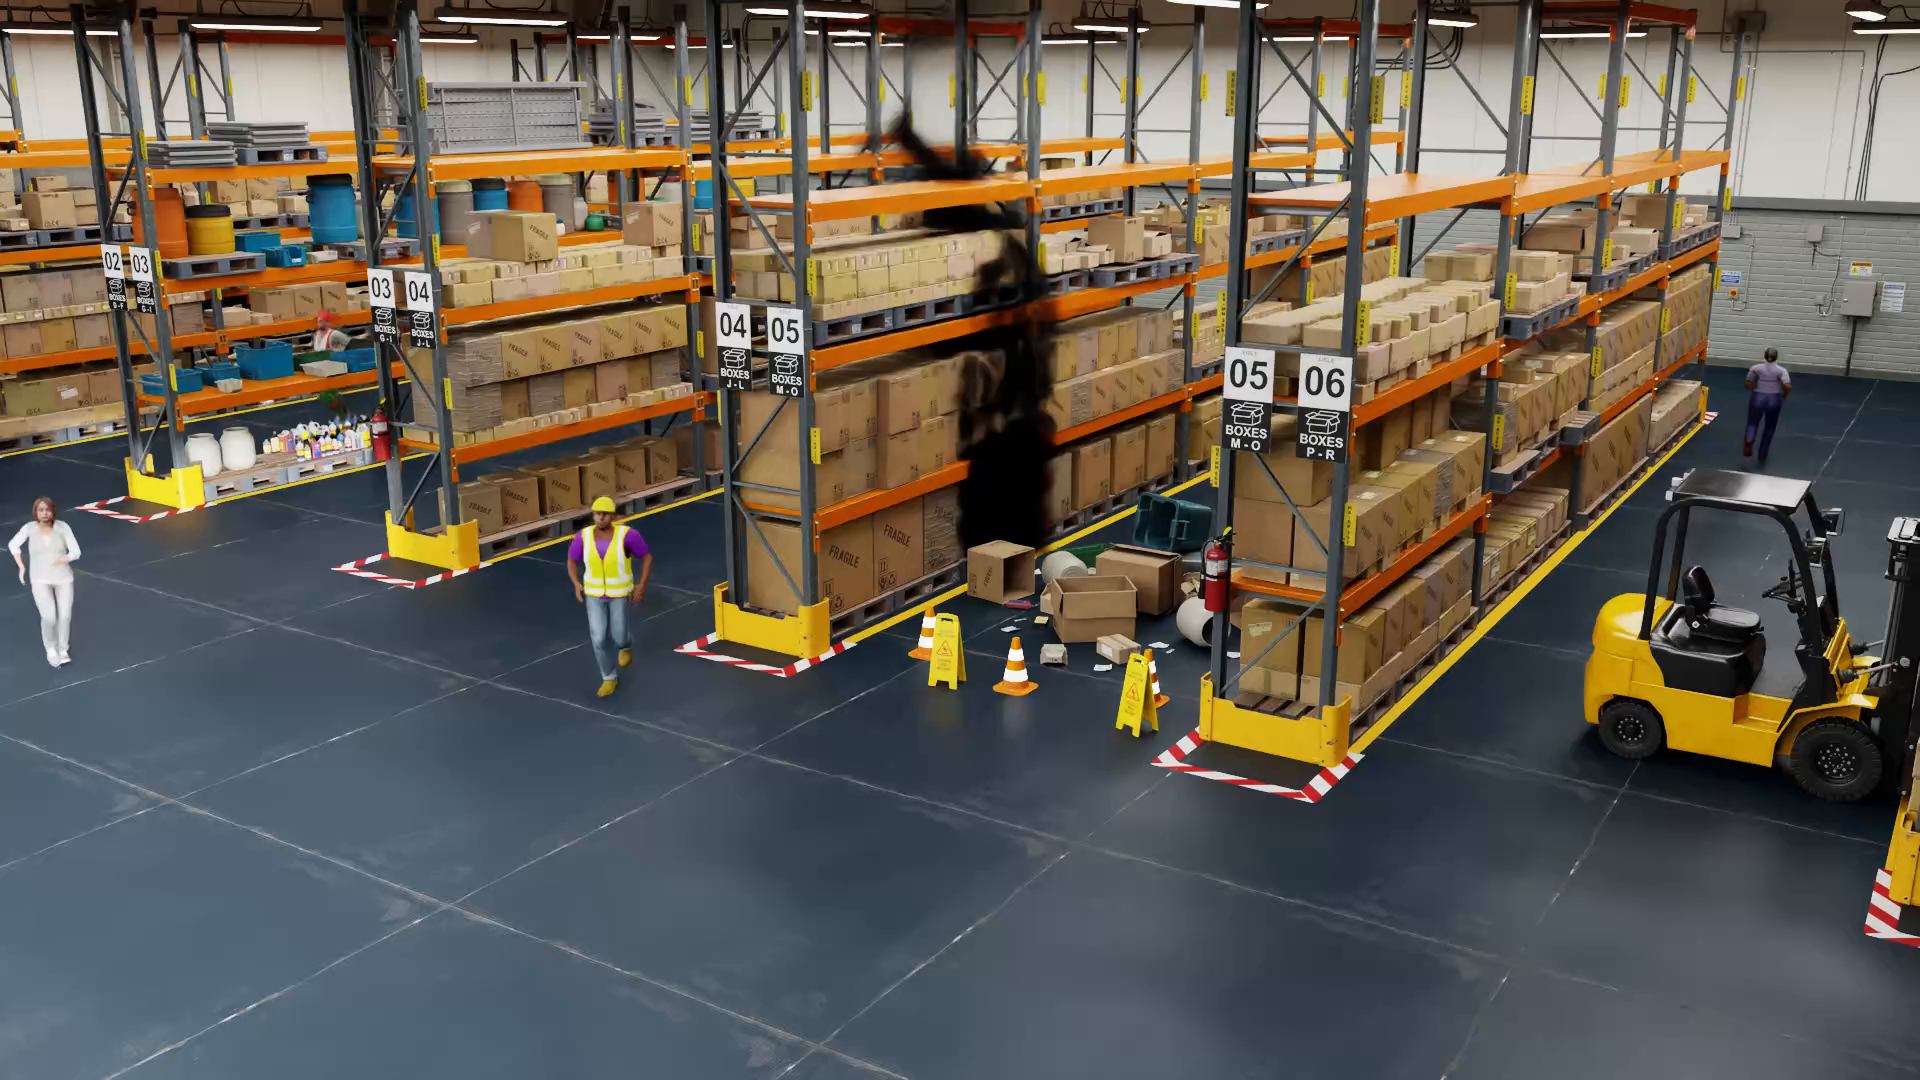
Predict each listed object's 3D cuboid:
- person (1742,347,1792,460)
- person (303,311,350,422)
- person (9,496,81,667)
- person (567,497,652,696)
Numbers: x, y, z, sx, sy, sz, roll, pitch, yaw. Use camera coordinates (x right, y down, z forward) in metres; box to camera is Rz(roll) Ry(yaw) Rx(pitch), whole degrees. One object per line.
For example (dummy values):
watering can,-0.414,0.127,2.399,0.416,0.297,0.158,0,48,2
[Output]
person,11.116,-1.867,22.950,0.613,1.599,0.687,10,18,31
person,-9.522,-2.543,25.054,0.628,1.784,0.692,10,18,31
person,-8.112,0.386,14.848,0.522,1.568,0.600,-11,19,-35
person,-3.035,0.444,14.448,0.737,1.726,0.630,-1,16,-3
